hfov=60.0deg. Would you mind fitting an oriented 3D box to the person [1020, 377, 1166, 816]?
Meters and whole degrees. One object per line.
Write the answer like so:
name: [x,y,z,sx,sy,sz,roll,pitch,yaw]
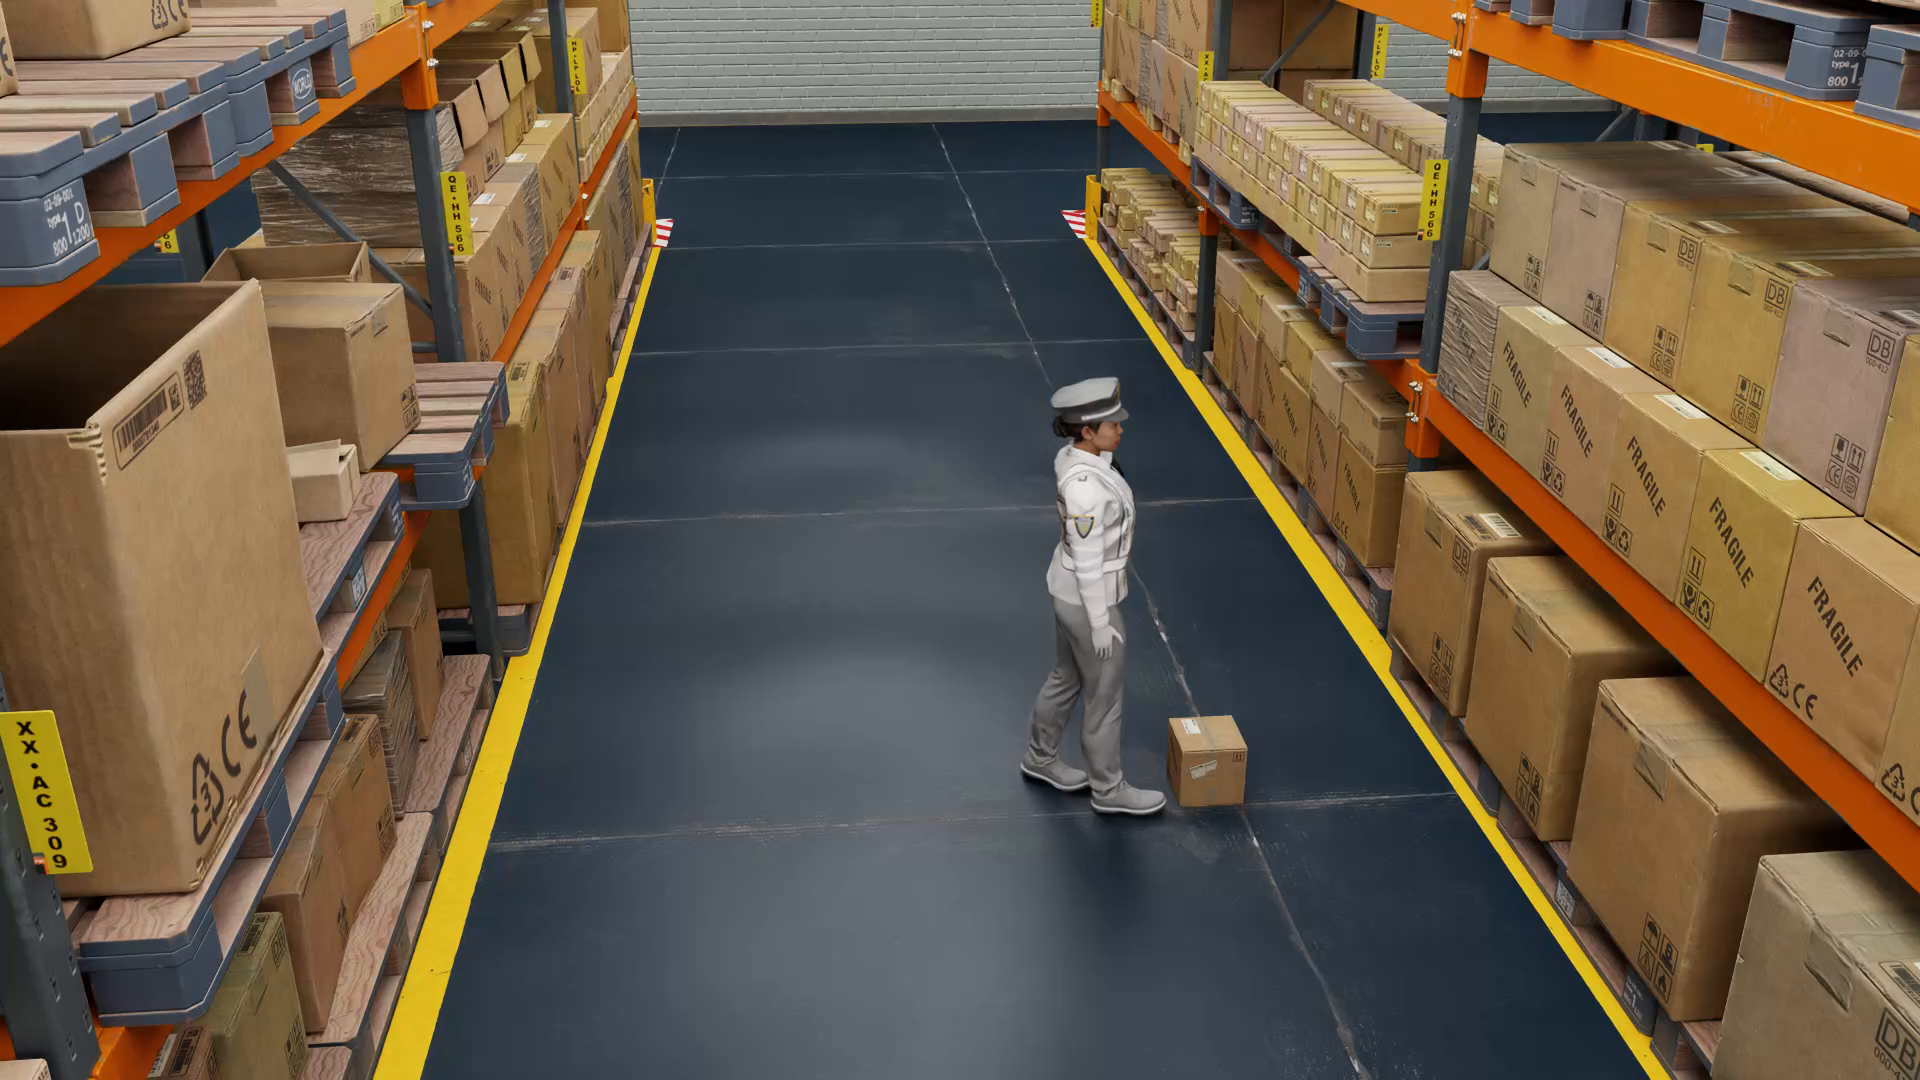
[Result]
person: [0.510,0.217,6.078,0.550,1.687,0.495,0,24,0]
